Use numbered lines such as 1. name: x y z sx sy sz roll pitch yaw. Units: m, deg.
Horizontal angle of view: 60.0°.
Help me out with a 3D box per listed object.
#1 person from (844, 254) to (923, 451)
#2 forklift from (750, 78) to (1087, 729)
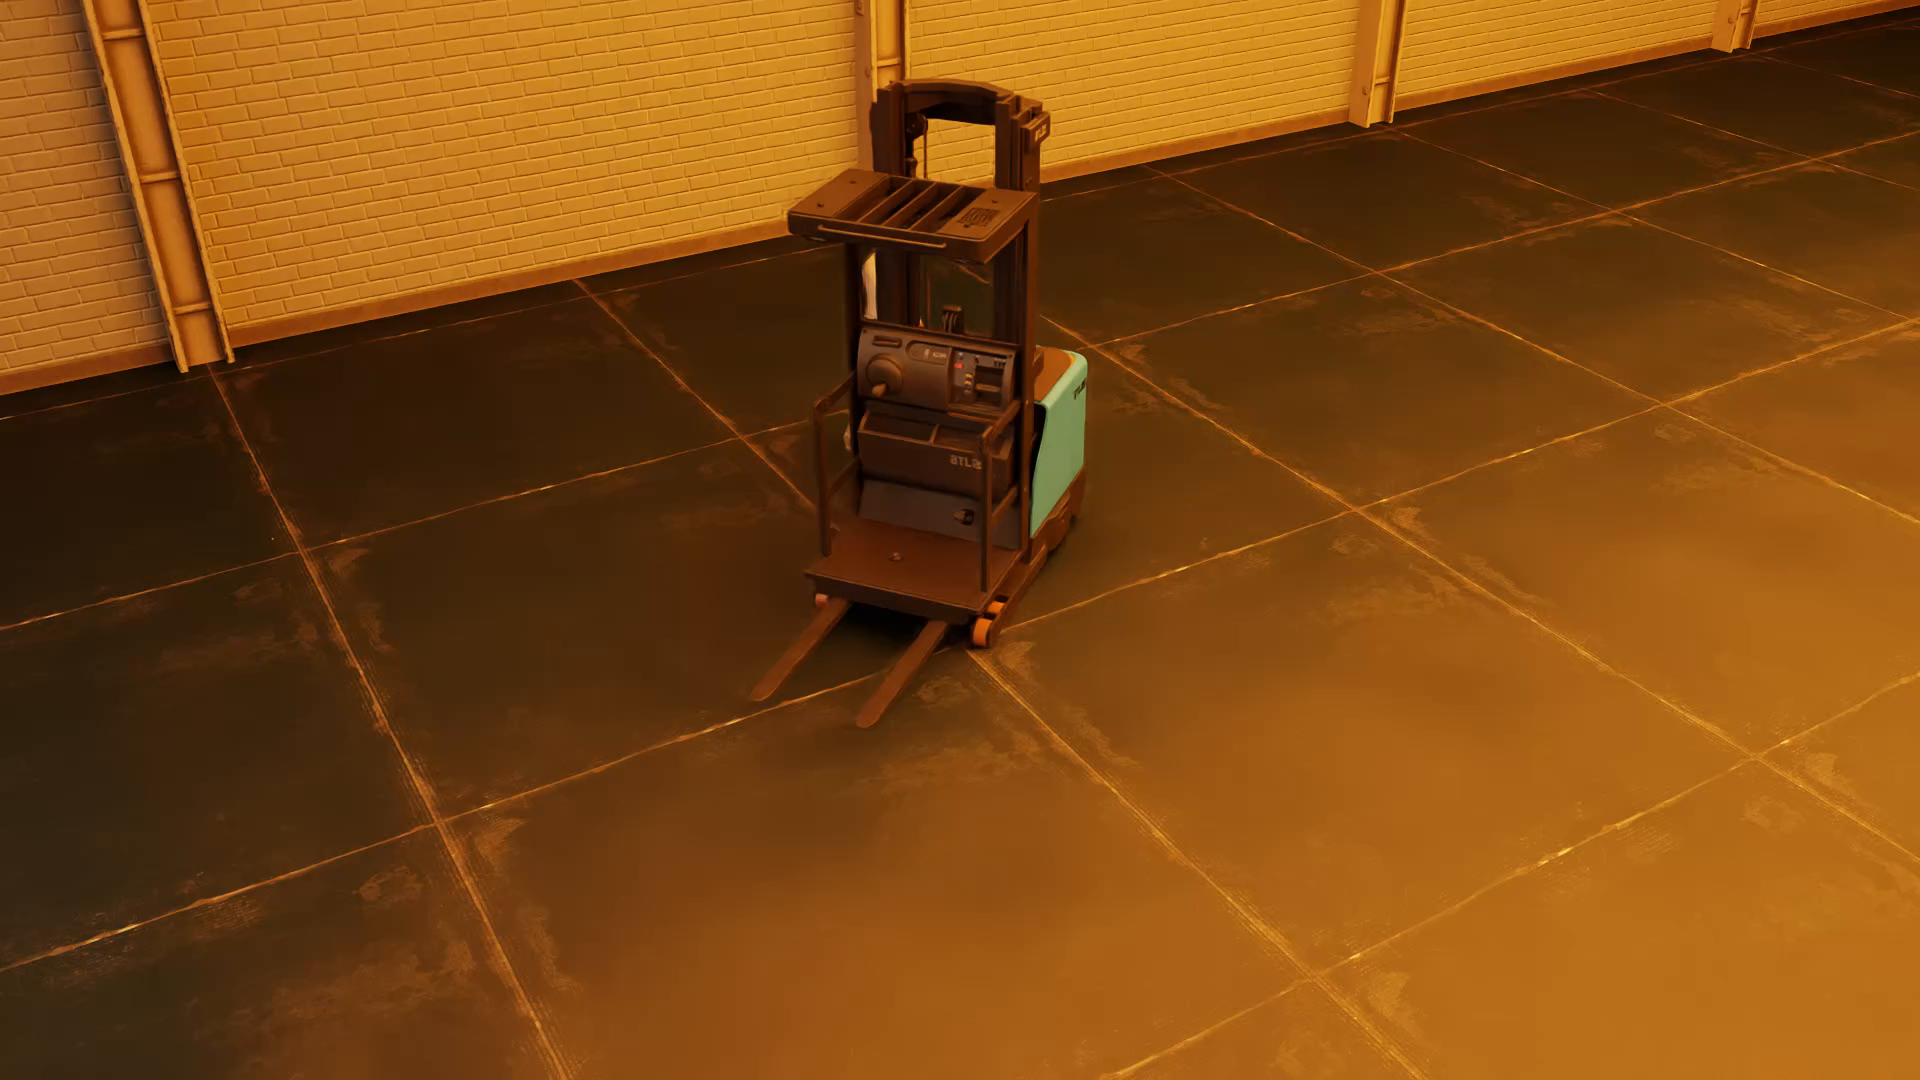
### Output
1. person: -0.382 -1.332 11.074 0.762 1.717 0.703 -12 33 -19
2. forklift: -0.217 -0.892 9.136 1.130 2.935 3.031 12 33 19
